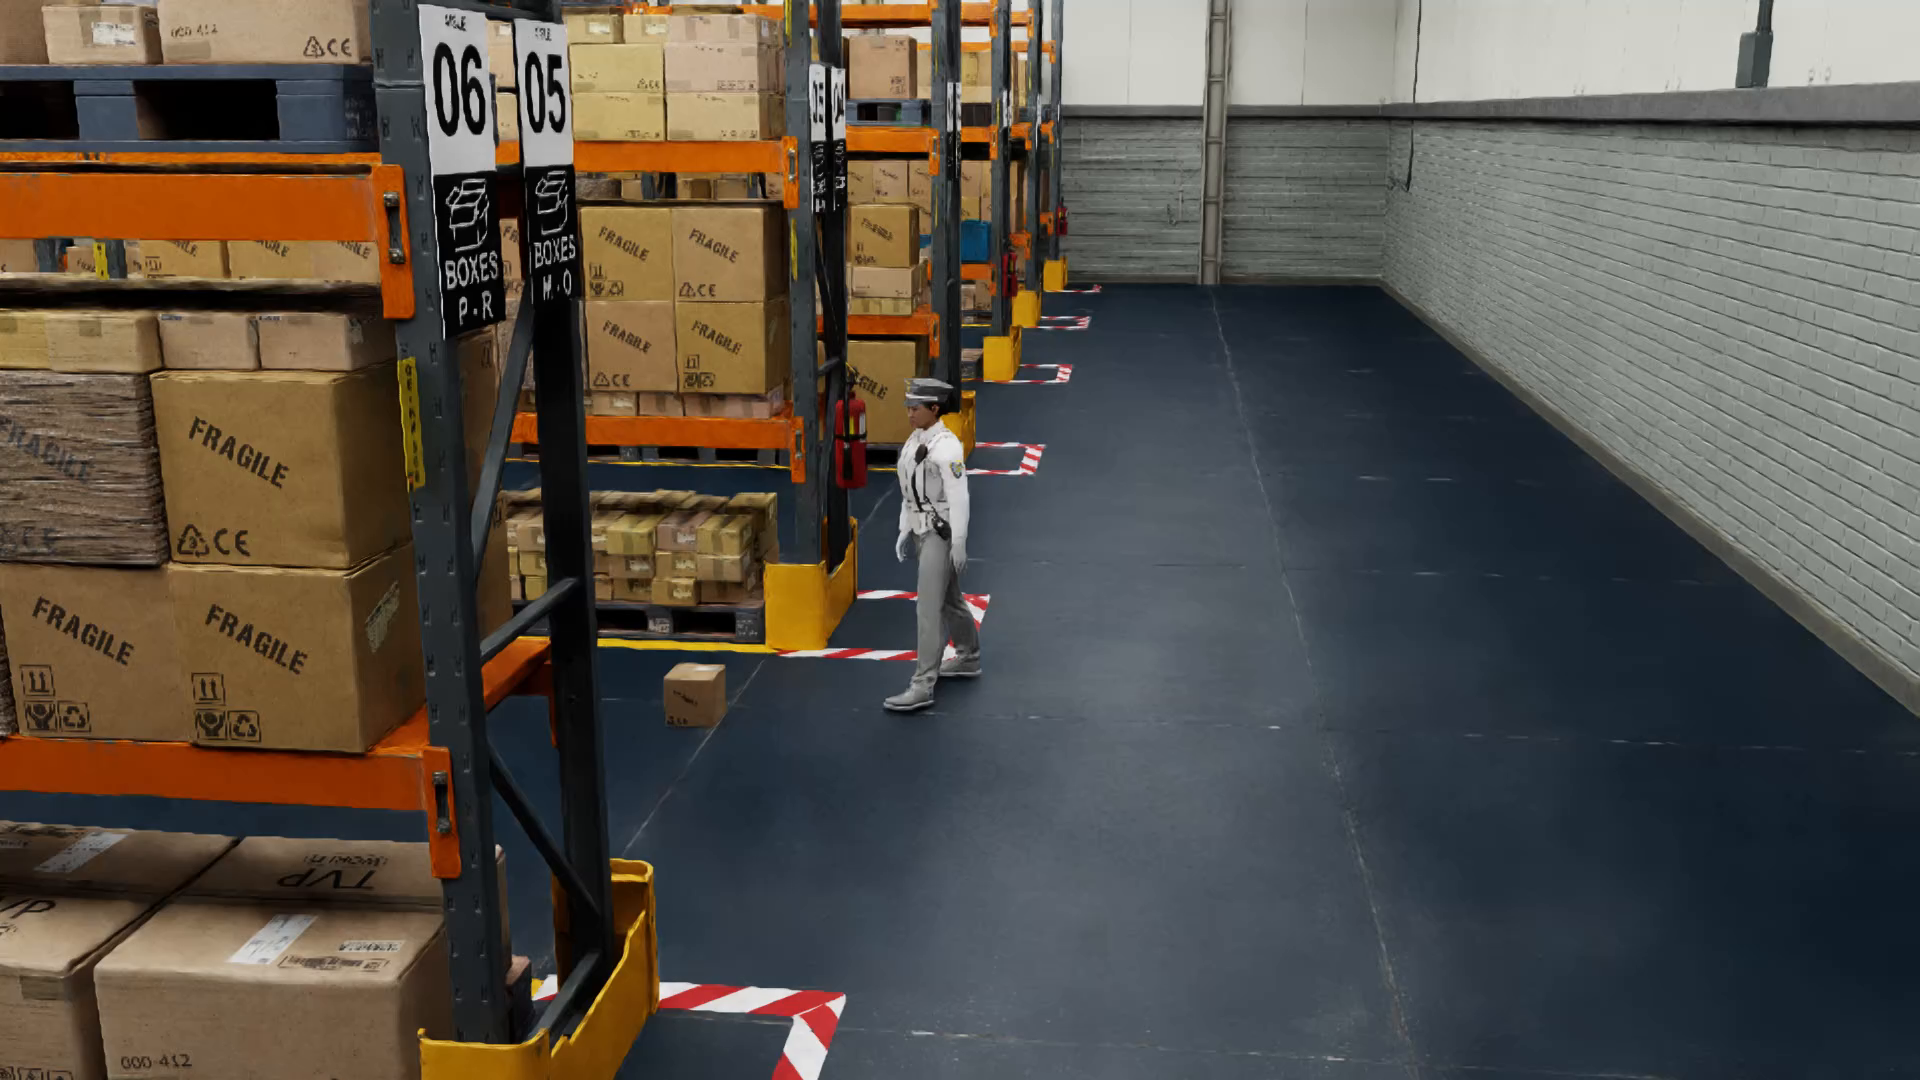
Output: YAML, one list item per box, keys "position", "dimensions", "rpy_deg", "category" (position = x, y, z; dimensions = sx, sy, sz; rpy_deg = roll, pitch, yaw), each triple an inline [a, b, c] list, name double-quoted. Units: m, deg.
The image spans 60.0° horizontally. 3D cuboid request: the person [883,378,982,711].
- position: [-0.148, -0.012, 8.503]
  dimensions: [0.666, 1.642, 0.567]
  rpy_deg: [-5, 15, -19]
  category: "person"
